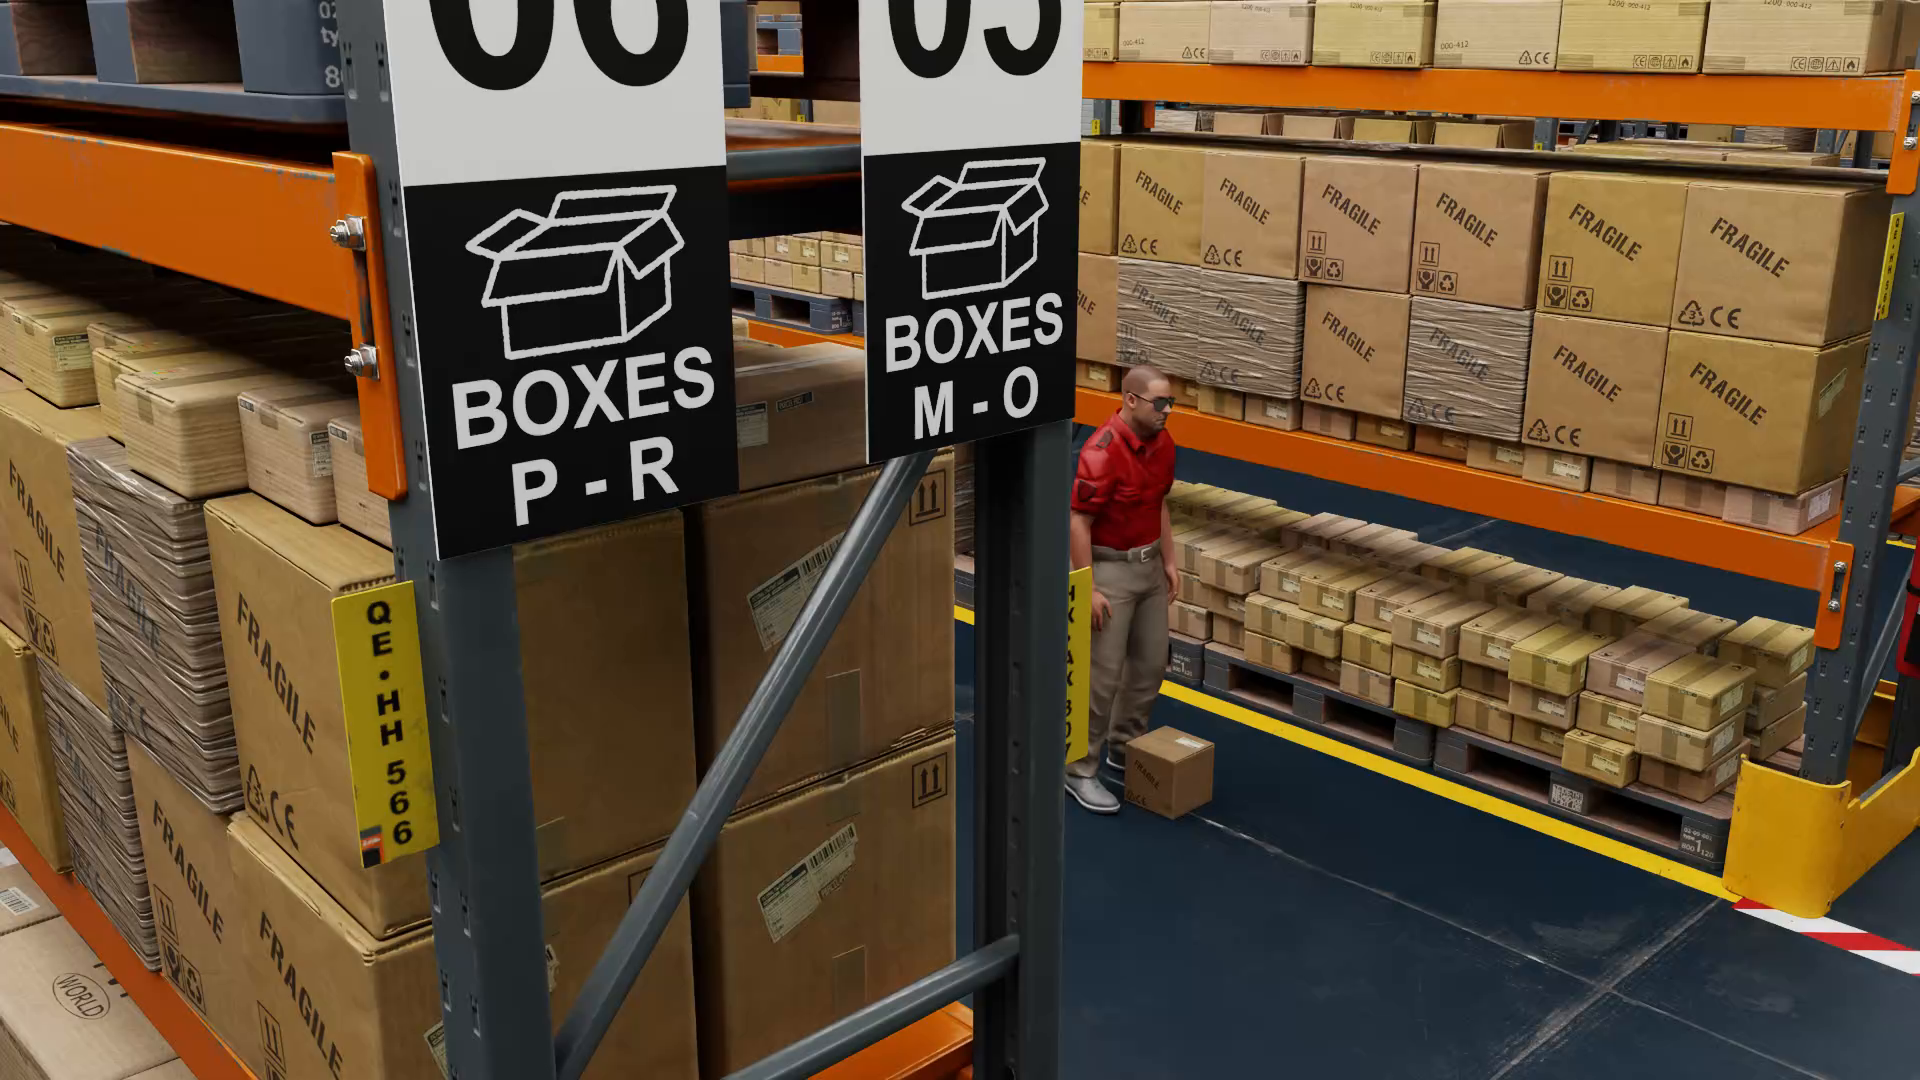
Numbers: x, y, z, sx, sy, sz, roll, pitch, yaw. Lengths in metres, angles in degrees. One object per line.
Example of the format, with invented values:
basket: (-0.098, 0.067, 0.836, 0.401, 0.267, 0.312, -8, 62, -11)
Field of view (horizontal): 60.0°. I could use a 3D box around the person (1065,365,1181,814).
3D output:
person: (0.646, 0.161, 6.547, 0.387, 1.728, 0.606, 16, 23, 41)
